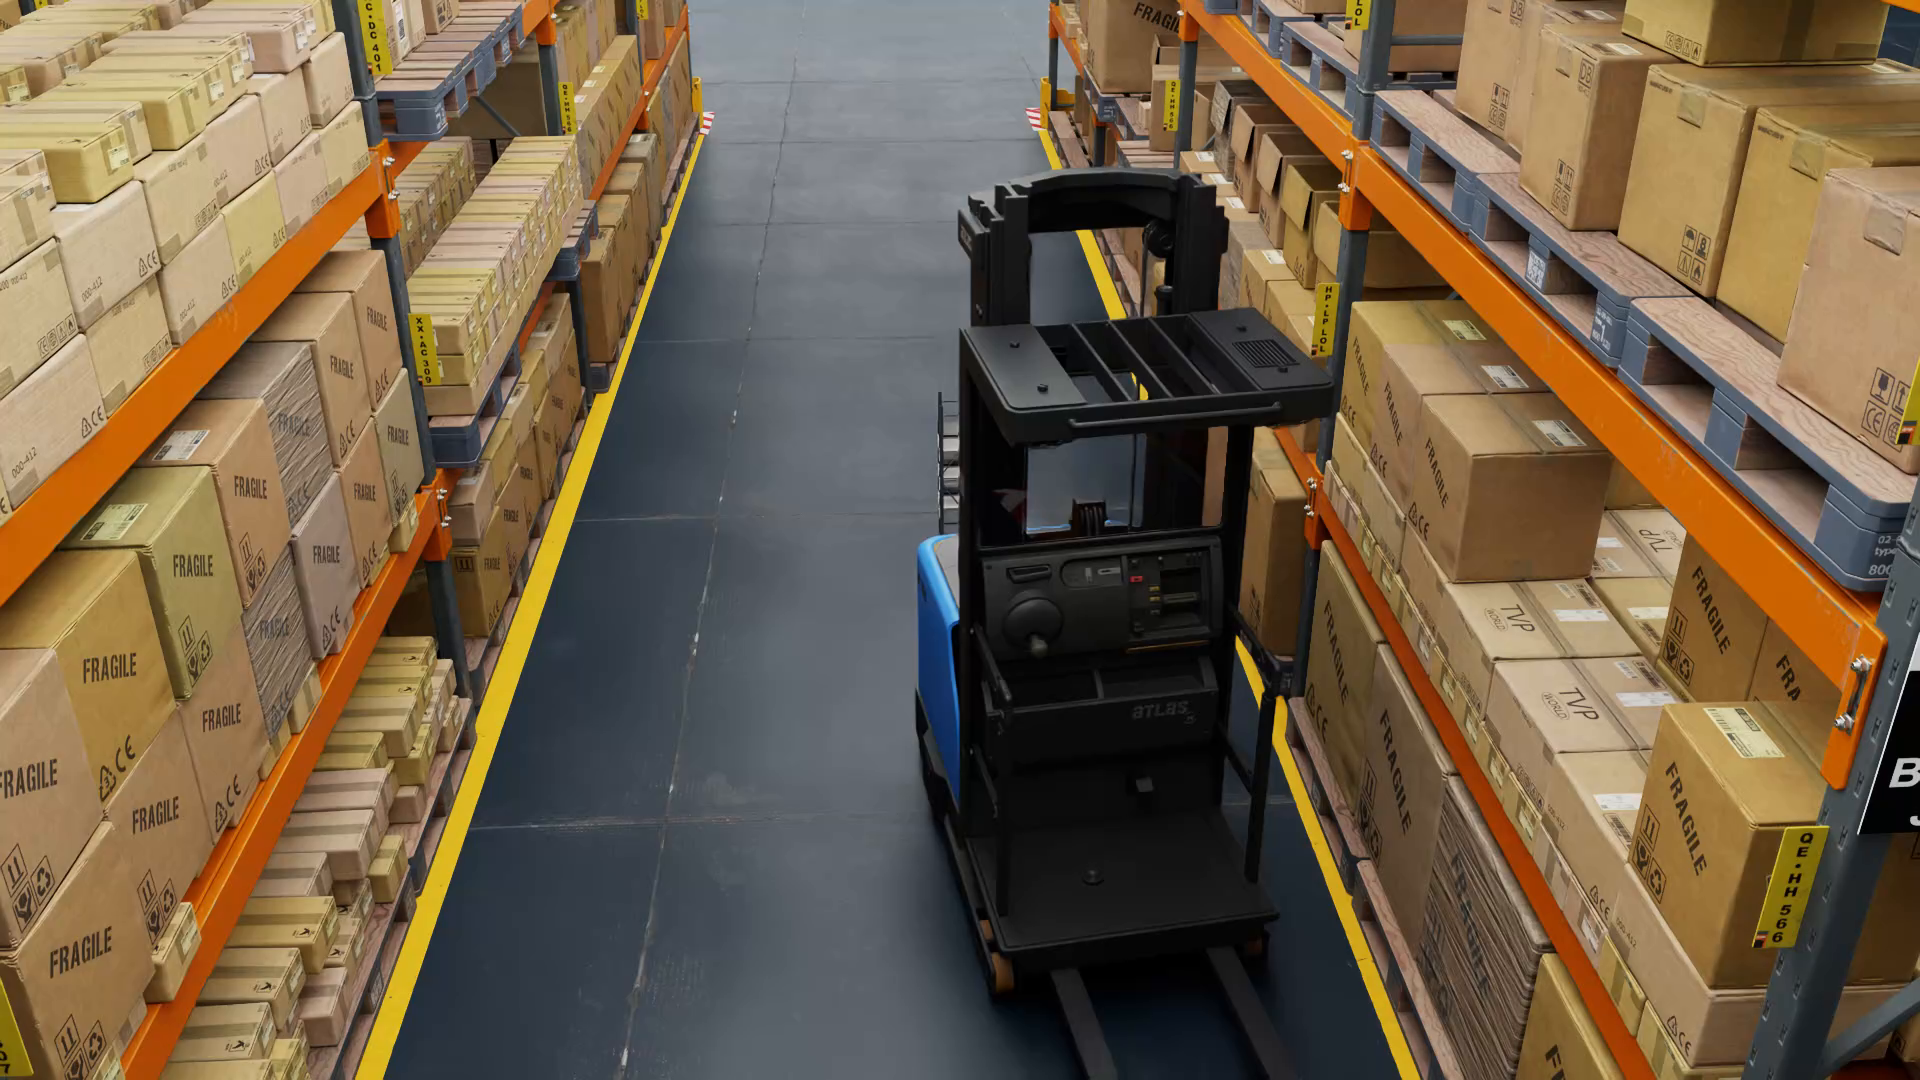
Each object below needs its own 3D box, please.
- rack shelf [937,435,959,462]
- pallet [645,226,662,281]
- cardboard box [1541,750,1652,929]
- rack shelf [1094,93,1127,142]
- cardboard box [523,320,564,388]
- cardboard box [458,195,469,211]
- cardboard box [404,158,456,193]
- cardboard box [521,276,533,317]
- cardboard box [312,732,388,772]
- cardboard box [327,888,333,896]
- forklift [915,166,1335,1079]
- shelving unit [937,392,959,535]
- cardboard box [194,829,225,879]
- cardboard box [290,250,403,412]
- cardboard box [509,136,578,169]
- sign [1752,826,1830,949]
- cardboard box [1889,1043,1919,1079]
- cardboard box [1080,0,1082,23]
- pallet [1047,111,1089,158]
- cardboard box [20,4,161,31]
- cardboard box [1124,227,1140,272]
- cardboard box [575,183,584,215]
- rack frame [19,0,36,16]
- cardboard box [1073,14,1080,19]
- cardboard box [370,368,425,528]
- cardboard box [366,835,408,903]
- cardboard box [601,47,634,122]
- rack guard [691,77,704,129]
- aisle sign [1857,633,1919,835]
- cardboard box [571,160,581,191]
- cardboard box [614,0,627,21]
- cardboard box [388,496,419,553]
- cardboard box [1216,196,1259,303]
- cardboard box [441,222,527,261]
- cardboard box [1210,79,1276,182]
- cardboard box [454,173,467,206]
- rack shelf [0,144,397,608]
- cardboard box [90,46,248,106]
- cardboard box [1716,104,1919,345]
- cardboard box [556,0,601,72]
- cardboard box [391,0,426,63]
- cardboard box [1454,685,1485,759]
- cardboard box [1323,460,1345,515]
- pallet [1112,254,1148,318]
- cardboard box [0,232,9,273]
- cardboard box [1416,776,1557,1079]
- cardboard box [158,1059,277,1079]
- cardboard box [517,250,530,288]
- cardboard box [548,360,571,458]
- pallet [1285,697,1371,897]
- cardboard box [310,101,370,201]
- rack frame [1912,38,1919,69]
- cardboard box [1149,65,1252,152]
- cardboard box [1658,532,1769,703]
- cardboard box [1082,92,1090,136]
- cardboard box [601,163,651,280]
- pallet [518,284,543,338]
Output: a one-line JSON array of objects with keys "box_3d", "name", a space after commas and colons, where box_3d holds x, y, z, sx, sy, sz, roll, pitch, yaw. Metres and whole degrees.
[{"box_3d": [0.000, -0.525, 9.467, 0.258, 0.077, 0.200, -1, 28, -3], "name": "rack shelf"}, {"box_3d": [-3.144, -2.519, 14.351, 1.003, 0.211, 1.213, -1, 28, -3], "name": "pallet"}, {"box_3d": [2.009, 0.842, 4.733, 0.500, 0.250, 0.500, -2, 28, -4], "name": "cardboard box"}, {"box_3d": [1.803, -2.940, 12.922, 1.077, 0.370, 4.000, -1, 28, -3], "name": "rack shelf"}, {"box_3d": [-2.716, -1.130, 10.112, 0.500, 0.250, 0.500, -1, 28, -2], "name": "cardboard box"}, {"box_3d": [-3.215, -2.002, 10.162, 0.380, 0.149, 0.250, 0, 28, 0], "name": "cardboard box"}, {"box_3d": [-3.195, -2.146, 9.794, 0.380, 0.149, 0.250, -2, 28, -3], "name": "cardboard box"}, {"box_3d": [-2.477, -1.286, 8.790, 0.380, 0.149, 0.250, -2, 28, -4], "name": "cardboard box"}, {"box_3d": [-2.554, 0.910, 6.746, 0.380, 0.149, 0.250, -1, 28, -1], "name": "cardboard box"}, {"box_3d": [-2.536, 1.400, 6.128, 0.380, 0.149, 0.250, 0, 28, 0], "name": "cardboard box"}, {"box_3d": [0.589, 0.259, 6.083, 1.130, 2.935, 3.031, -5, 28, -10], "name": "forklift"}, {"box_3d": [0.000, -0.395, 9.535, 0.258, 0.900, 0.210, -1, 28, -3], "name": "shelving unit"}, {"box_3d": [-2.478, 0.901, 5.050, 0.380, 0.149, 0.250, -2, 28, -3], "name": "cardboard box"}, {"box_3d": [-2.547, -0.824, 6.576, 0.500, 0.500, 0.500, -2, 28, -4], "name": "cardboard box"}, {"box_3d": [-2.567, -2.386, 10.255, 0.380, 0.149, 0.250, -2, 28, -5], "name": "cardboard box"}, {"box_3d": [1.783, 0.747, 3.566, 0.100, 0.325, 0.005, -1, 28, -3], "name": "sign"}, {"box_3d": [2.637, 1.298, 4.289, 0.380, 0.149, 0.250, -1, 28, -2], "name": "cardboard box"}, {"box_3d": [1.635, -5.261, 16.163, 0.875, 0.500, 0.500, -1, 28, -3], "name": "cardboard box"}, {"box_3d": [1.501, -4.383, 17.925, 1.003, 0.211, 1.213, -1, 28, -3], "name": "pallet"}, {"box_3d": [-3.088, -1.810, 5.924, 0.380, 0.149, 0.250, -3, 28, -5], "name": "cardboard box"}, {"box_3d": [1.745, -2.506, 13.539, 0.700, 0.500, 0.500, -4, 28, -7], "name": "cardboard box"}, {"box_3d": [-2.566, -2.121, 10.390, 0.380, 0.149, 0.250, -1, 28, -2], "name": "cardboard box"}, {"box_3d": [-8.197, -3.944, 14.067, 1.000, 3.000, 0.127, -1, 28, -3], "name": "rack frame"}, {"box_3d": [1.339, -5.204, 16.756, 0.380, 0.149, 0.250, -1, 28, -3], "name": "cardboard box"}, {"box_3d": [-2.534, -0.375, 6.796, 0.500, 0.500, 0.500, -1, 28, -3], "name": "cardboard box"}, {"box_3d": [-2.427, 1.313, 6.617, 0.380, 0.149, 0.250, -1, 28, -3], "name": "cardboard box"}, {"box_3d": [-2.939, -3.686, 13.466, 0.500, 0.500, 0.500, -2, 28, -3], "name": "cardboard box"}, {"box_3d": [-3.470, -4.860, 18.527, 1.175, 0.500, 0.348, -1, 28, -3], "name": "rack guard"}, {"box_3d": [2.030, 0.247, 3.222, 0.394, 0.787, 0.004, -1, 28, -3], "name": "aisle sign"}, {"box_3d": [-2.570, -2.252, 10.320, 0.380, 0.149, 0.250, -1, 28, -2], "name": "cardboard box"}, {"box_3d": [-3.244, -4.826, 14.430, 0.875, 0.550, 0.550, -1, 28, -3], "name": "cardboard box"}, {"box_3d": [-2.471, -0.061, 6.896, 0.380, 0.149, 0.250, -2, 28, -4], "name": "cardboard box"}, {"box_3d": [1.721, -1.674, 9.608, 0.500, 0.500, 0.500, -2, 28, -4], "name": "cardboard box"}, {"box_3d": [-2.472, -1.544, 8.641, 0.380, 0.149, 0.250, 0, 28, -1], "name": "cardboard box"}, {"box_3d": [1.930, -2.487, 10.081, 0.797, 0.503, 0.637, 0, 28, -1], "name": "cardboard box"}, {"box_3d": [-3.210, -2.116, 10.059, 0.380, 0.149, 0.250, 0, 28, 0], "name": "cardboard box"}, {"box_3d": [-2.737, -0.503, 5.004, 1.077, 0.370, 4.000, -1, 28, -3], "name": "rack shelf"}, {"box_3d": [-2.490, -1.458, 5.249, 0.380, 0.149, 0.250, -2, 28, -5], "name": "cardboard box"}, {"box_3d": [2.336, -0.748, 4.026, 0.700, 0.500, 0.500, -2, 28, -5], "name": "cardboard box"}, {"box_3d": [-3.173, -3.897, 12.790, 0.700, 0.500, 0.500, -1, 28, -2], "name": "cardboard box"}, {"box_3d": [-2.678, -2.303, 7.321, 0.500, 0.311, 0.500, -2, 28, -3], "name": "cardboard box"}, {"box_3d": [1.899, 0.608, 5.613, 0.380, 0.149, 0.250, -1, 28, -2], "name": "cardboard box"}, {"box_3d": [1.800, -0.232, 7.224, 0.380, 0.149, 0.250, -1, 28, -3], "name": "cardboard box"}, {"box_3d": [1.808, -2.022, 13.399, 1.003, 0.211, 1.213, -1, 28, -3], "name": "pallet"}, {"box_3d": [-2.359, -0.630, 3.662, 0.380, 0.149, 0.250, -1, 28, -3], "name": "cardboard box"}, {"box_3d": [2.165, 1.401, 5.664, 0.875, 0.875, 0.875, -1, 28, -3], "name": "cardboard box"}, {"box_3d": [-2.341, 1.752, 5.133, 0.380, 0.149, 0.250, -1, 28, -3], "name": "cardboard box"}, {"box_3d": [-2.476, -1.421, 8.726, 0.380, 0.149, 0.250, -2, 28, -4], "name": "cardboard box"}, {"box_3d": [-2.732, -0.803, 10.295, 0.500, 0.500, 0.500, 0, 28, -1], "name": "cardboard box"}, {"box_3d": [2.078, 1.101, 7.411, 1.003, 0.211, 1.213, -1, 28, -3], "name": "pallet"}, {"box_3d": [-2.546, -1.459, 6.222, 0.500, 0.250, 0.500, -1, 28, -1], "name": "cardboard box"}, {"box_3d": [11.383, -6.268, 18.523, 1.000, 3.000, 0.127, -1, 28, -3], "name": "rack frame"}, {"box_3d": [1.711, -3.070, 11.830, 0.700, 0.500, 0.500, 3, 28, 5], "name": "cardboard box"}, {"box_3d": [2.511, 0.263, 5.032, 0.500, 0.500, 0.500, -2, 28, -4], "name": "cardboard box"}, {"box_3d": [1.571, -4.544, 17.468, 0.500, 0.500, 0.500, 6, 28, 11], "name": "cardboard box"}, {"box_3d": [-3.091, -2.568, 13.409, 1.050, 0.750, 0.750, -1, 28, -3], "name": "cardboard box"}, {"box_3d": [-2.906, -1.264, 9.138, 1.003, 0.211, 1.213, -1, 28, -3], "name": "pallet"}]
